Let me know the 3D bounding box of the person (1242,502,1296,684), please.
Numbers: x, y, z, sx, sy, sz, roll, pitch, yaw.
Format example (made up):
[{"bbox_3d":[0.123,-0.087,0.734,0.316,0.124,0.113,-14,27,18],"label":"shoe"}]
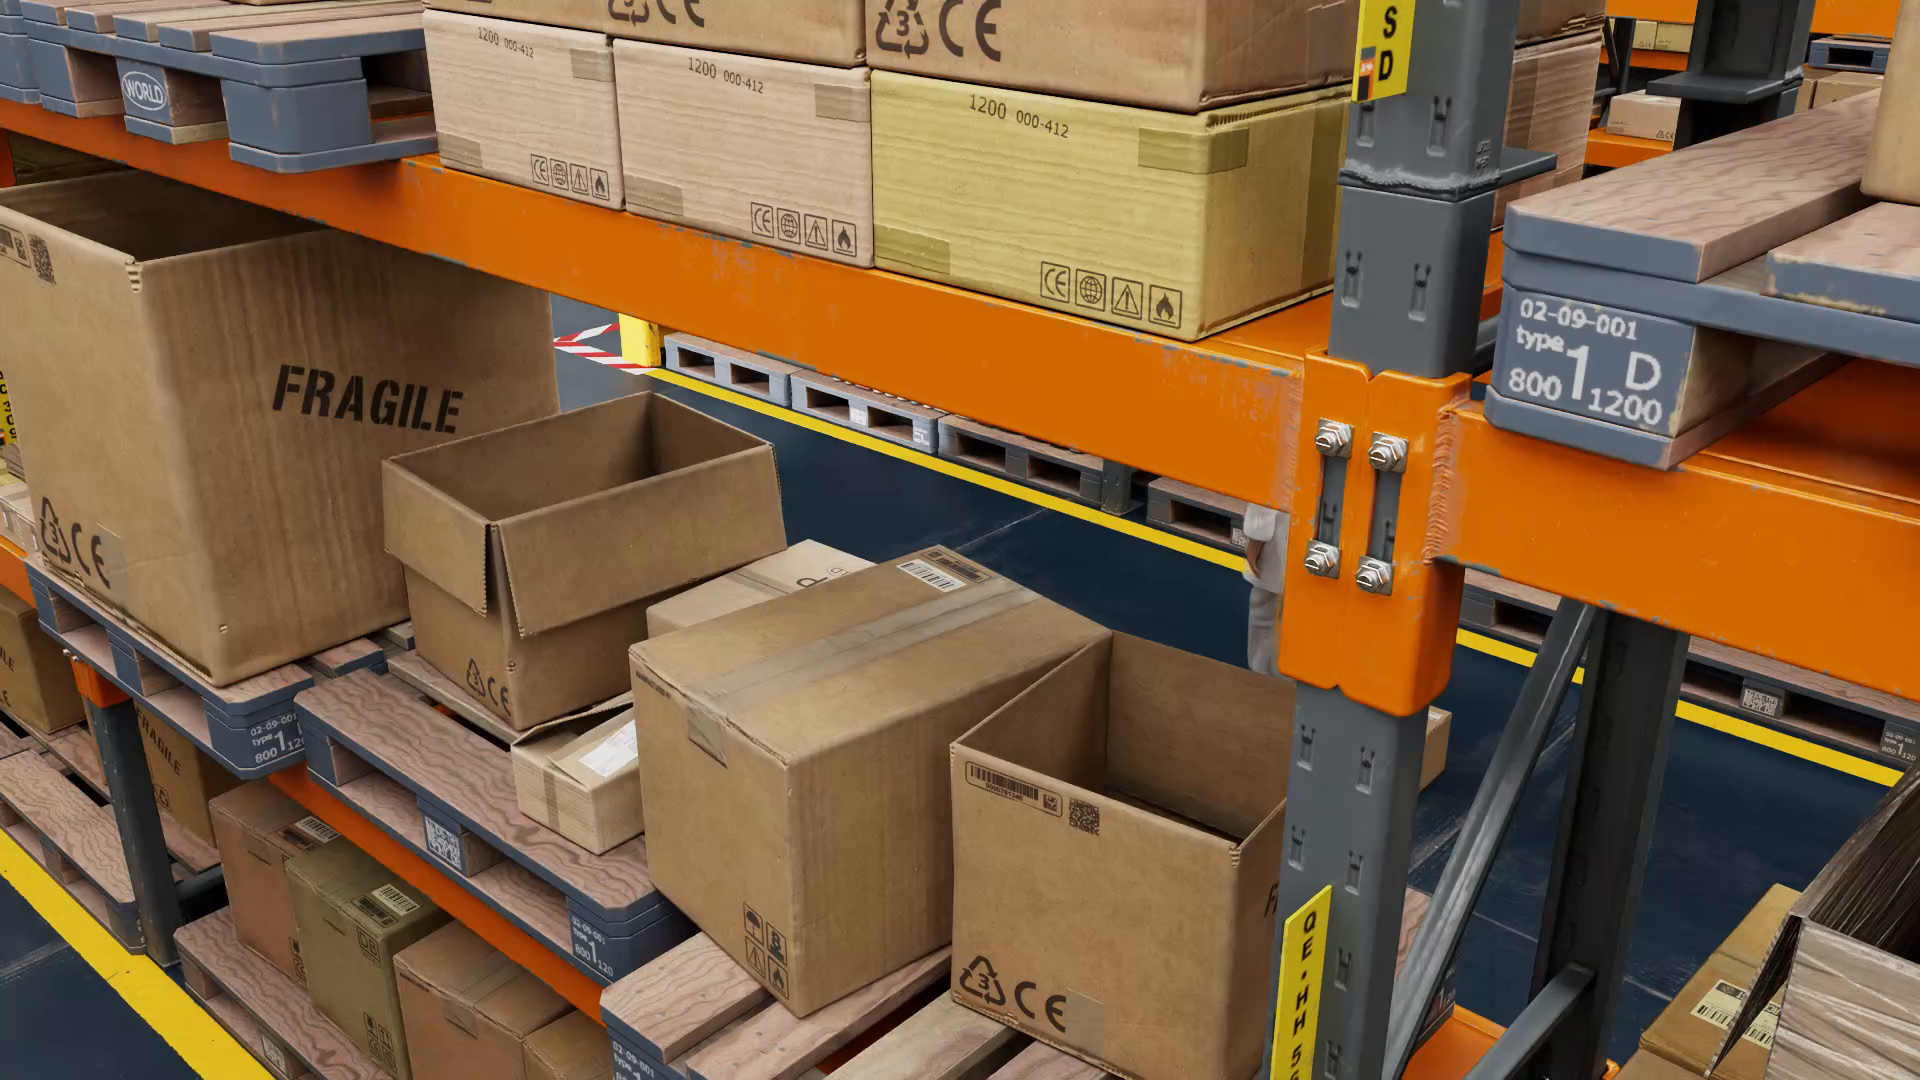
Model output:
[{"bbox_3d":[1.324,-0.047,6.220,0.597,1.777,0.623,-6,24,-13],"label":"person"}]
